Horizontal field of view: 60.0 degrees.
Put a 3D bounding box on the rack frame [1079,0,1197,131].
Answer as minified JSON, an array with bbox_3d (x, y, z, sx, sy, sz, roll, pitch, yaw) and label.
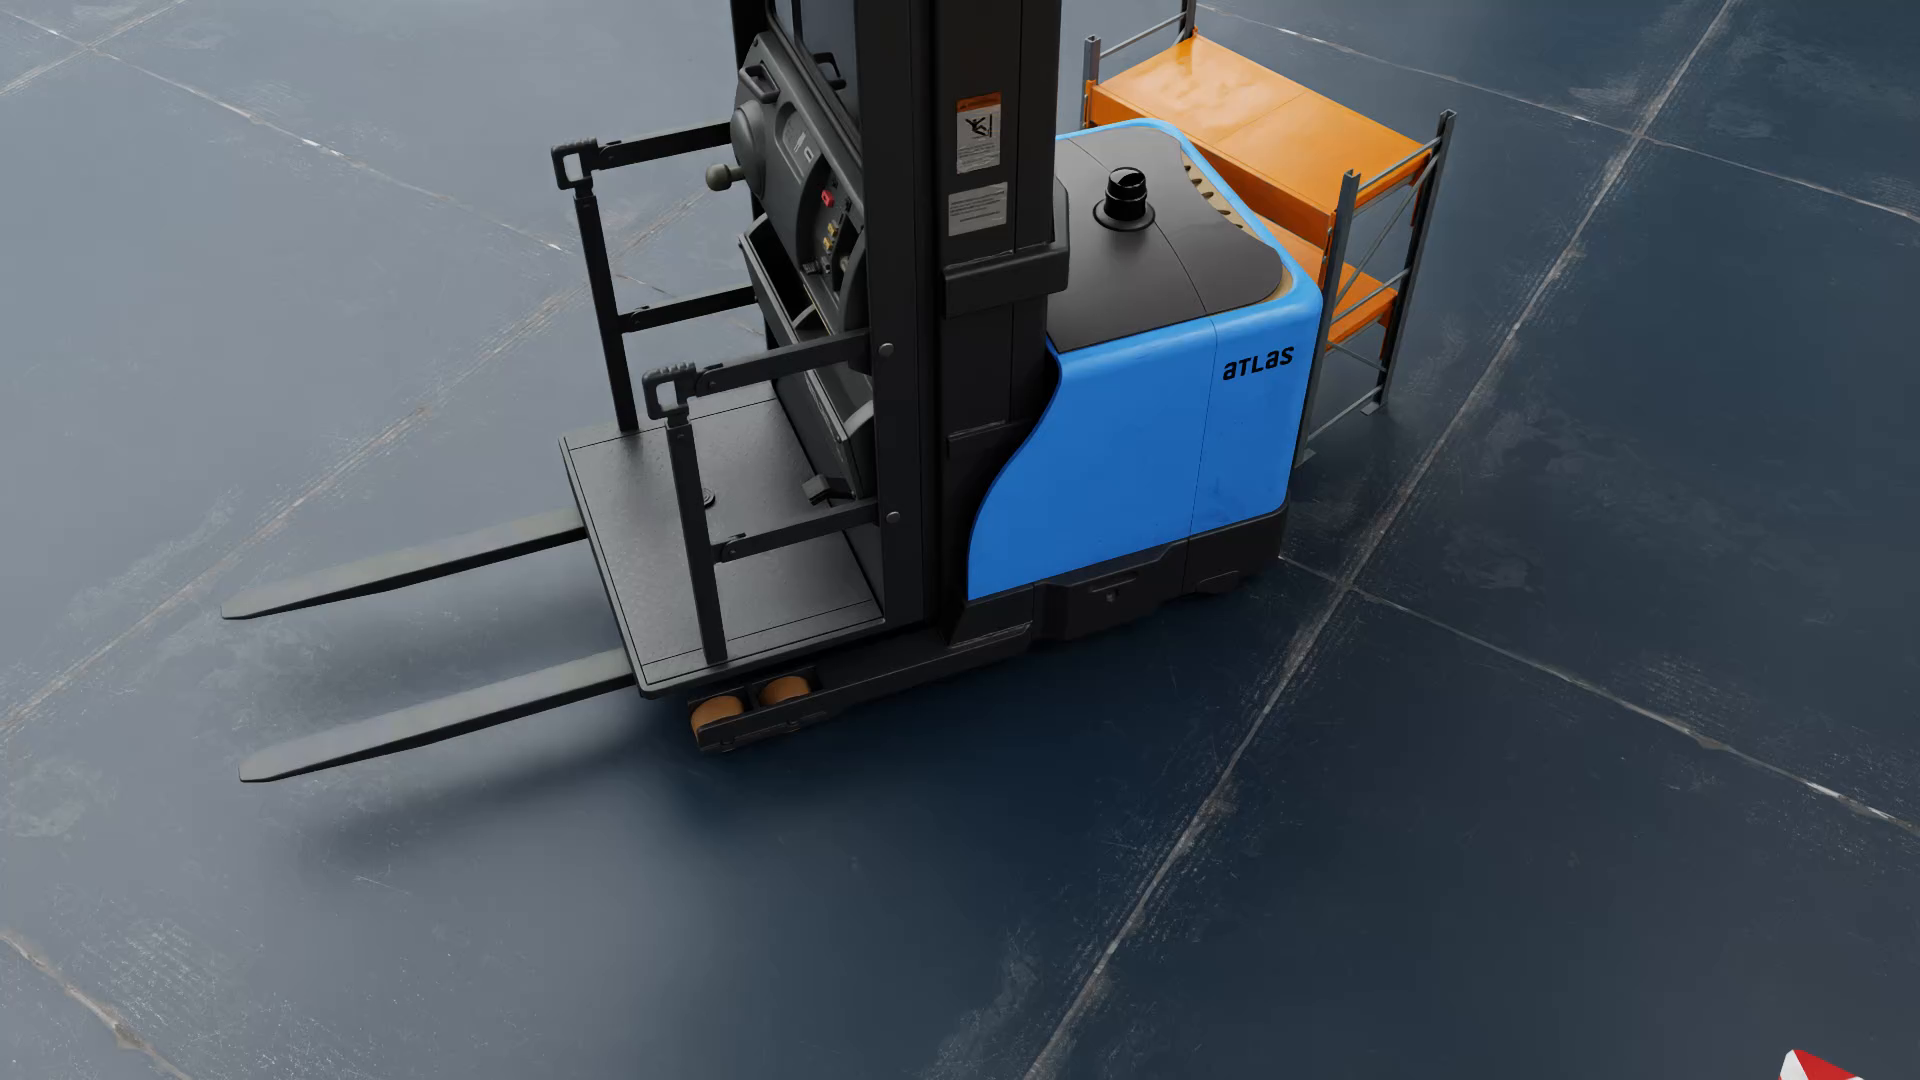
[{"bbox_3d":[0.583,-1.289,5.718,0.500,1.125,0.032,-34,54,-28],"label":"rack frame"}]

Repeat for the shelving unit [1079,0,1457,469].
[{"bbox_3d":[0.929,-1.022,5.458,0.538,1.125,1.048,-34,54,-28],"label":"shelving unit"}]

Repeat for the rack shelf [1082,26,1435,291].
[{"bbox_3d":[0.929,-1.226,5.249,0.538,0.278,1.000,-34,54,-28],"label":"rack shelf"}]

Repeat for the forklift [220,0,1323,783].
[{"bbox_3d":[-0.586,-0.857,4.039,3.031,2.935,1.130,-16,48,-15],"label":"forklift"}]

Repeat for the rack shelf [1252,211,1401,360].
[{"bbox_3d":[0.928,-0.851,5.634,0.538,0.278,1.000,-34,54,-28],"label":"rack shelf"}]

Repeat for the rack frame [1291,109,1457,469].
[{"bbox_3d":[1.274,-0.754,5.198,0.500,1.125,0.032,-34,54,-28],"label":"rack frame"}]
